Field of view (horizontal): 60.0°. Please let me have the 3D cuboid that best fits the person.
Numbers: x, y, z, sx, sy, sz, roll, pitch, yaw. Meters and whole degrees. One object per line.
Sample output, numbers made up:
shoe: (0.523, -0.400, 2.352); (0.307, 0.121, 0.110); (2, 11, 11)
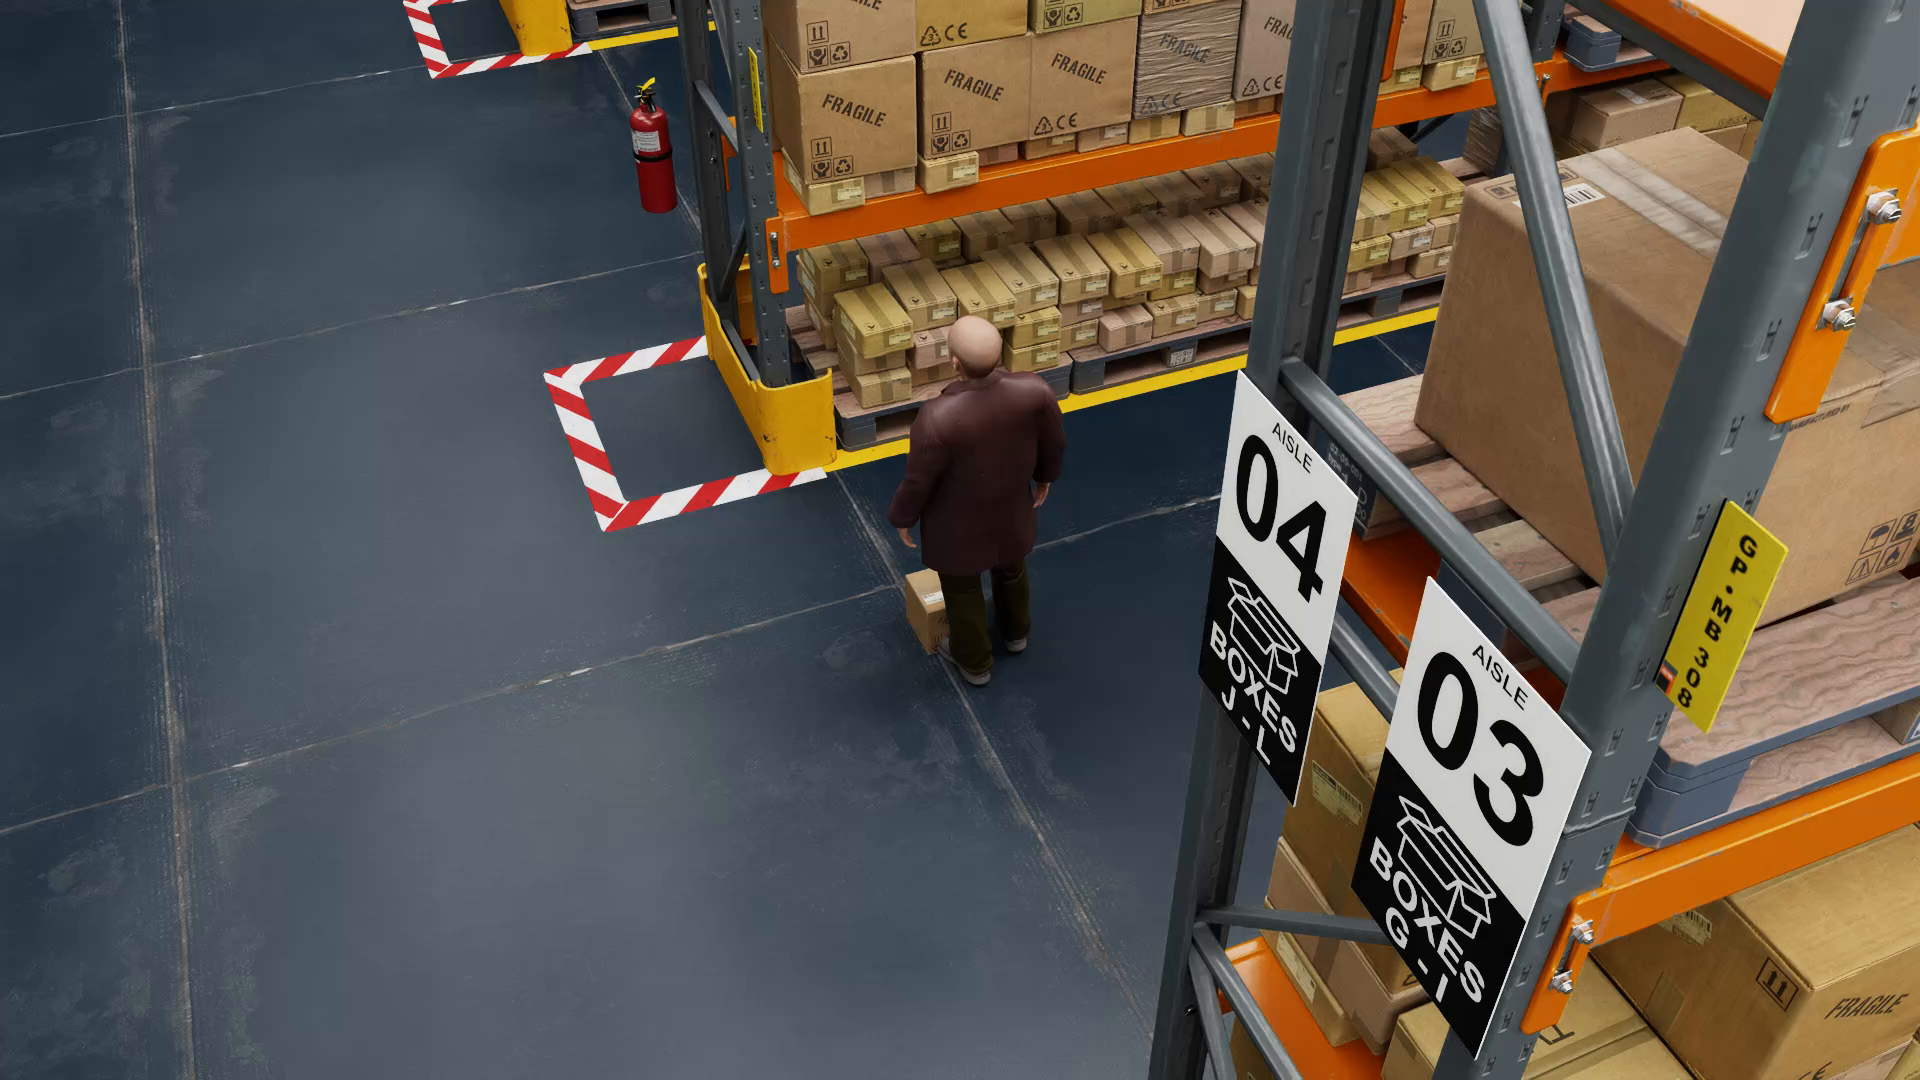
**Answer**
person: (0.029, -0.186, 6.370); (0.694, 1.775, 0.582); (-15, 43, -17)
